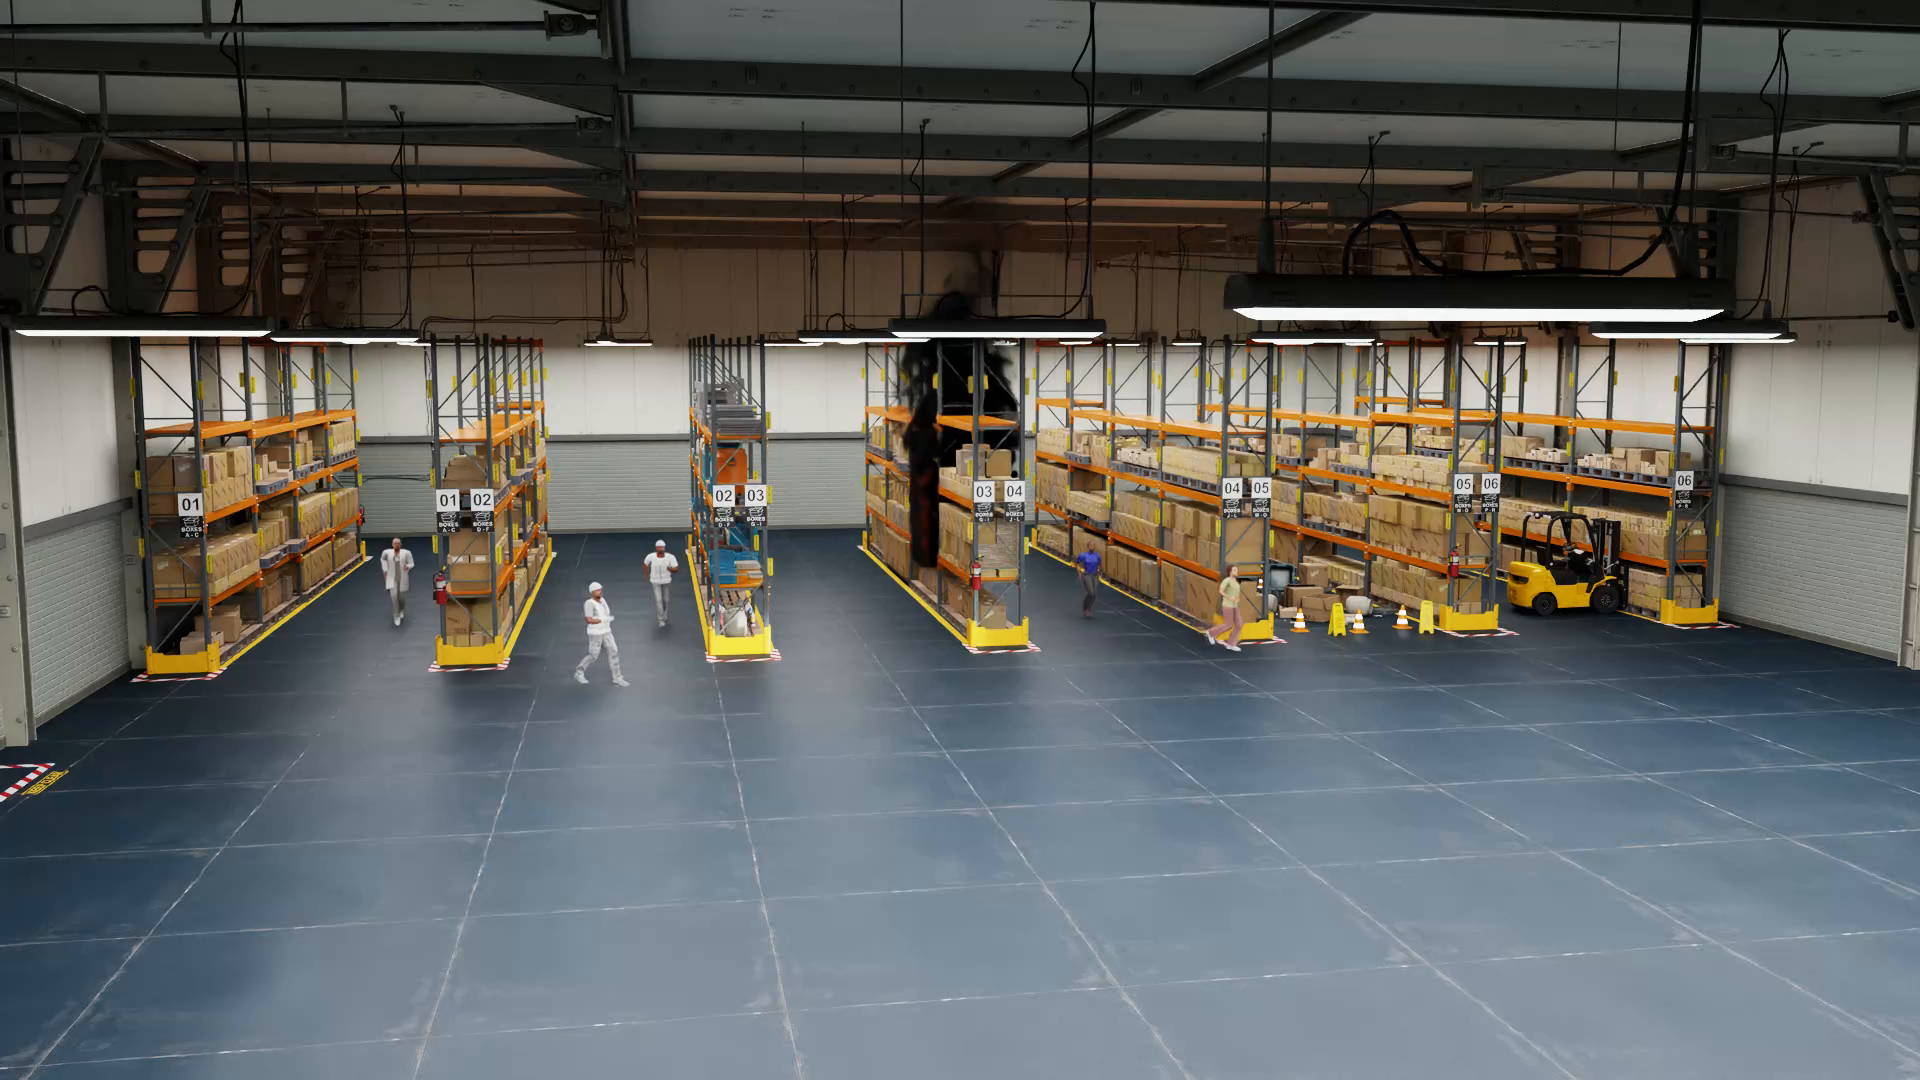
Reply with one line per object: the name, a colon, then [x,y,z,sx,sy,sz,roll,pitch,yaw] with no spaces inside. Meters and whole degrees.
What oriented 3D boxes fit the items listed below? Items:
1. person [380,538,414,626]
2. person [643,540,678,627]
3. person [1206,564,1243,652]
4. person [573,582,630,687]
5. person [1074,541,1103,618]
person: [-11.805,0.844,34.928,0.649,1.805,1.025,-3,7,-22]
person: [-6.194,0.869,34.494,0.701,1.750,0.981,-2,7,-14]
person: [5.125,1.279,31.817,0.745,1.644,0.597,5,9,40]
person: [-6.101,1.596,28.231,0.988,1.777,0.689,3,7,22]
person: [2.796,0.848,35.515,0.555,1.630,0.660,-3,7,-23]
